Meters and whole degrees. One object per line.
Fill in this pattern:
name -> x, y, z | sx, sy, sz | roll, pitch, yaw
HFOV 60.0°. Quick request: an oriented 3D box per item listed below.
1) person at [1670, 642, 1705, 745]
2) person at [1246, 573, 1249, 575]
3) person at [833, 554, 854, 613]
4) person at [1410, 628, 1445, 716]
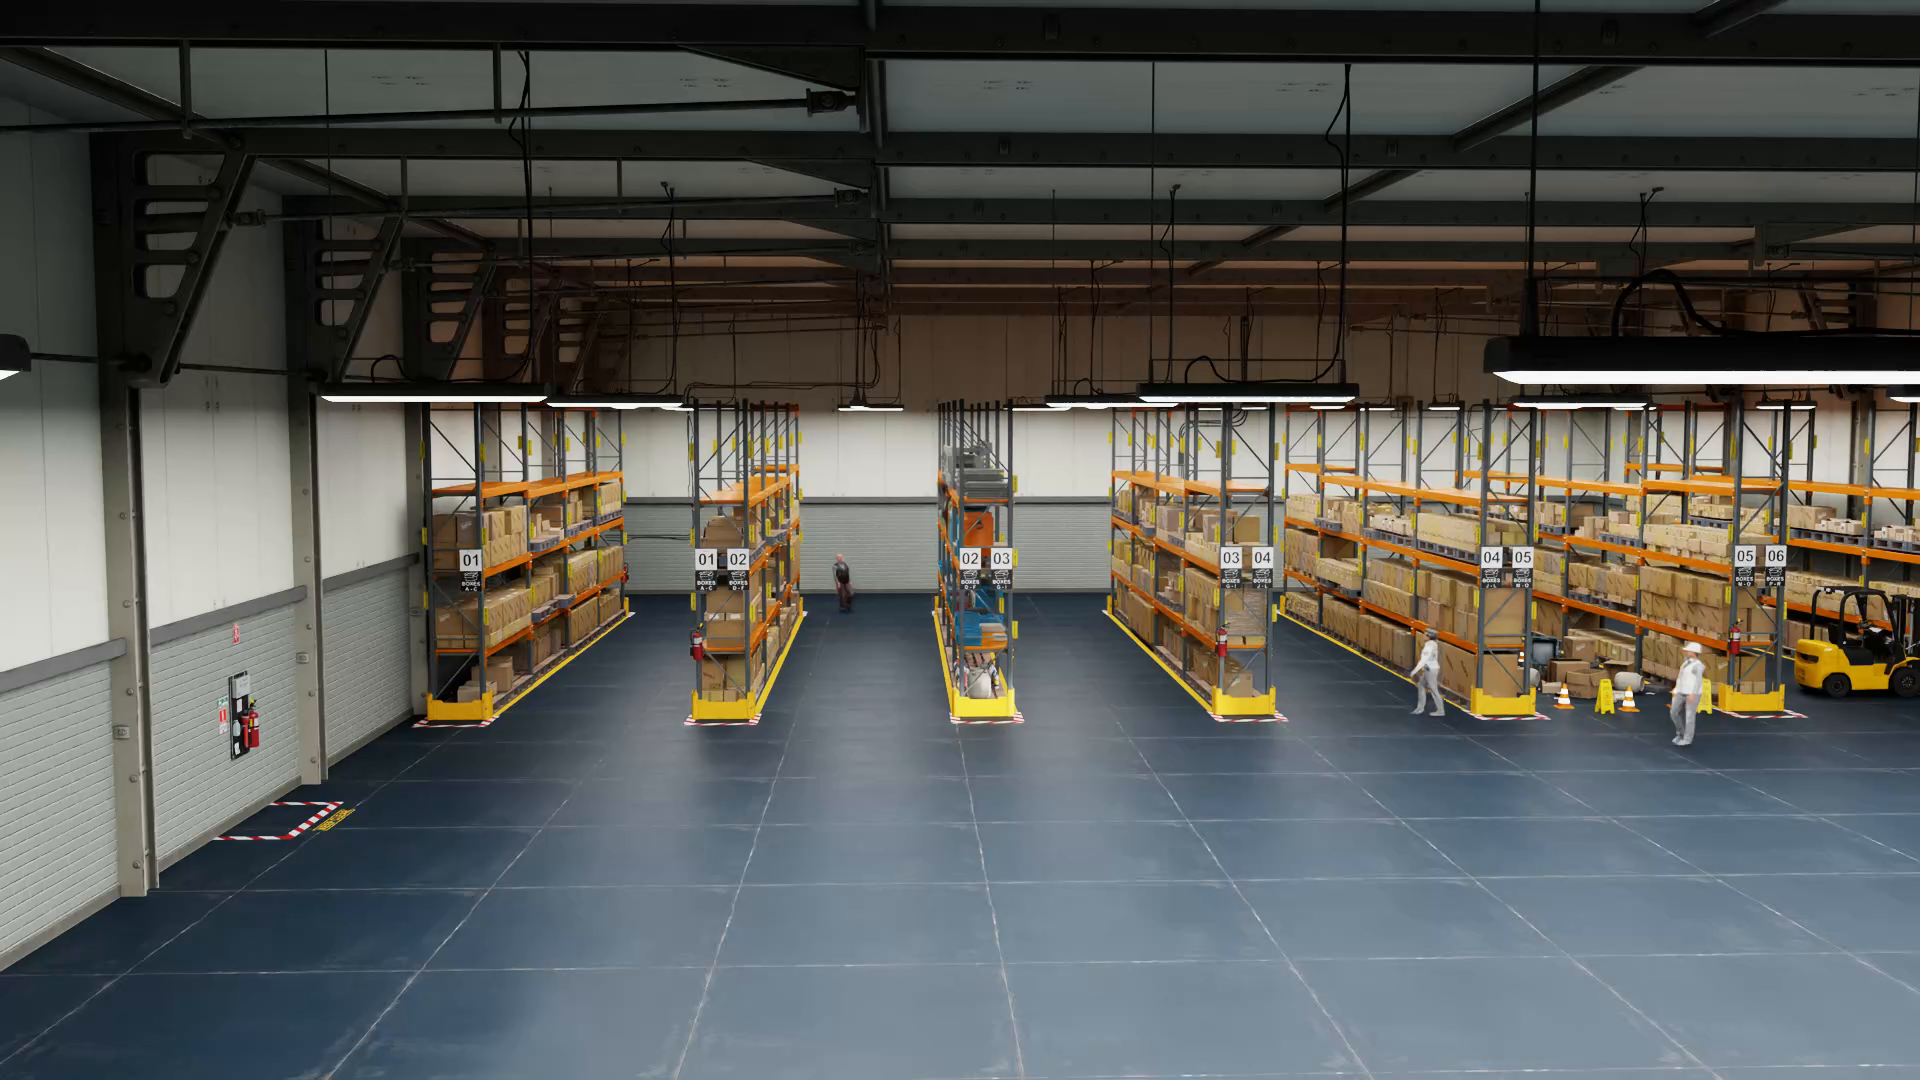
person -> 12.596, 2.673, 28.780 | 0.508, 1.803, 0.557 | -2, 5, -24
person -> 7.046, 1.679, 41.564 | 0.485, 1.779, 0.601 | 0, 4, -6
person -> -3.315, 1.257, 47.459 | 0.612, 1.702, 0.492 | -3, 5, -37
person -> 8.880, 2.514, 31.524 | 0.687, 1.715, 0.553 | 2, 5, 28
